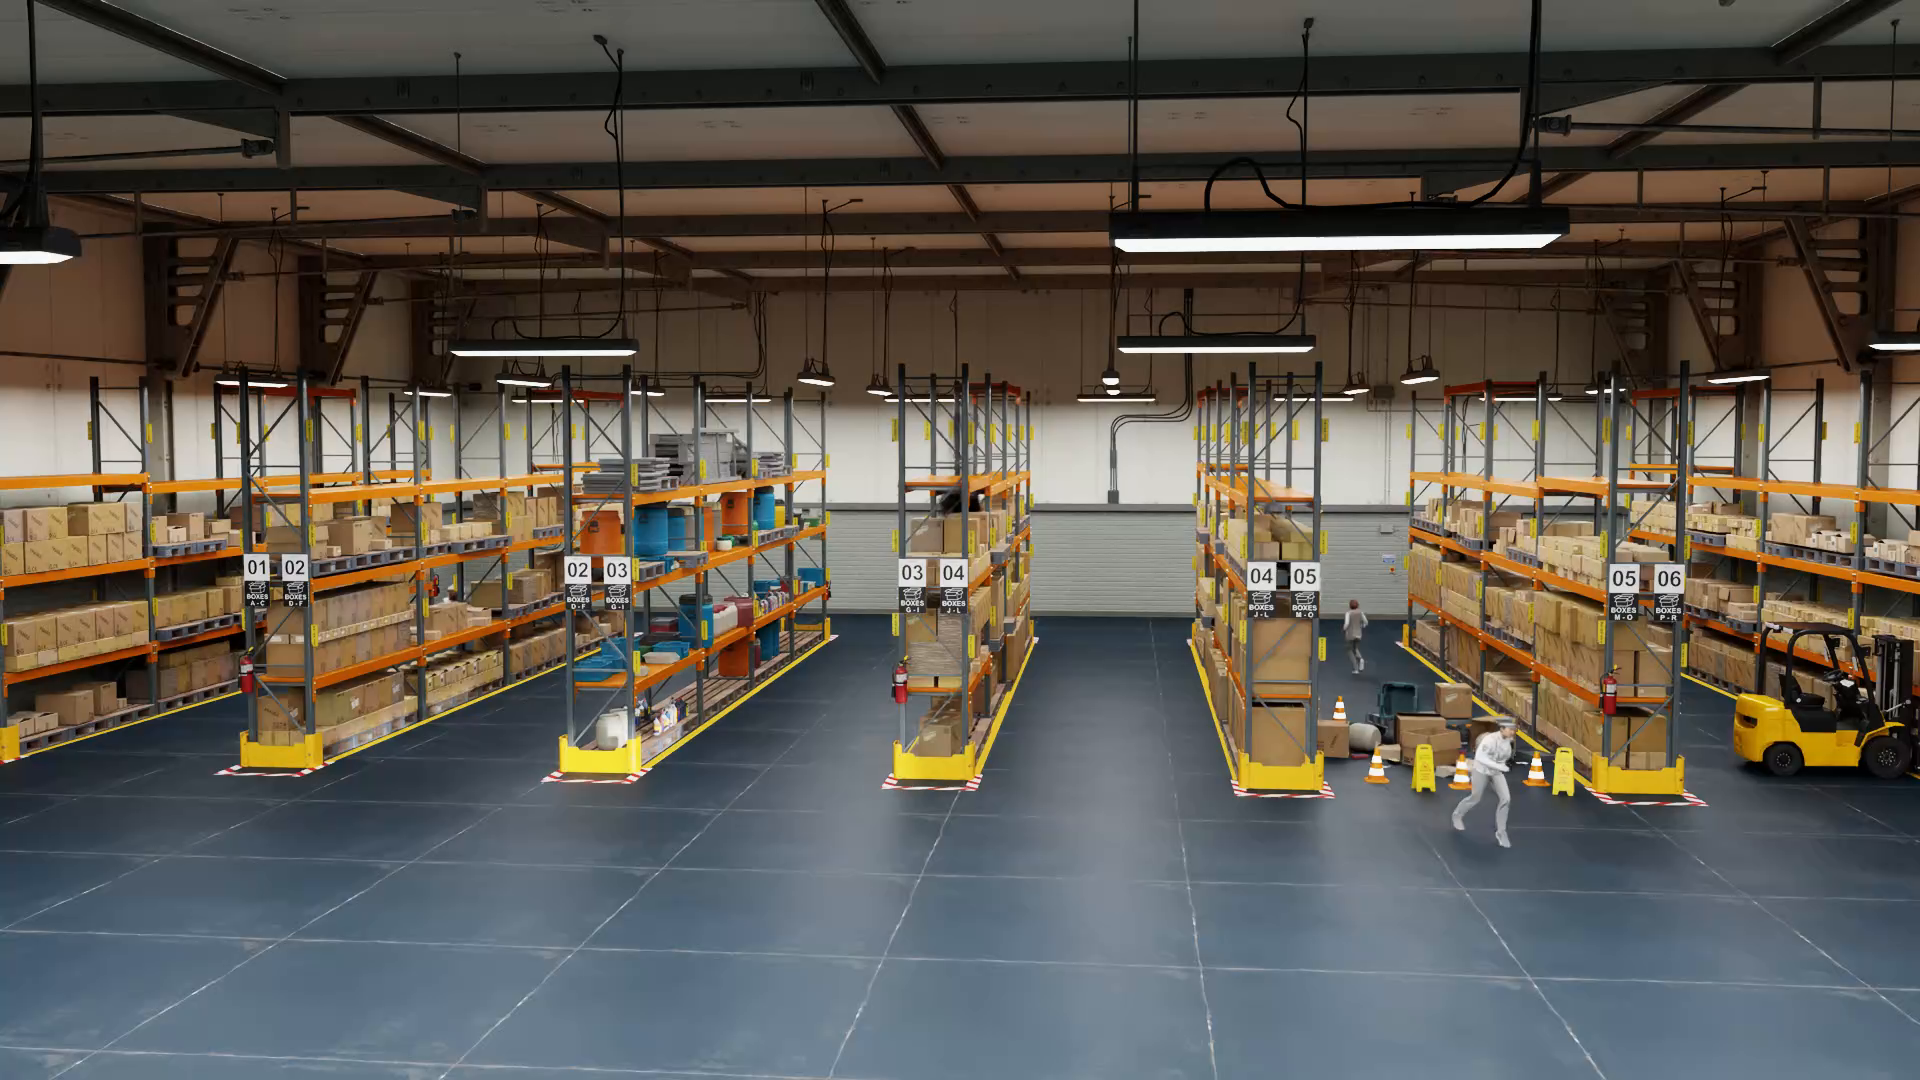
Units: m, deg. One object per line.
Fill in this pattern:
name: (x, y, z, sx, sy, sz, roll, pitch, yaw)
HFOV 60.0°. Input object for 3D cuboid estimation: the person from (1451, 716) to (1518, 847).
person: (6.463, 2.922, 20.491, 0.658, 1.625, 0.965, -2, 4, -31)

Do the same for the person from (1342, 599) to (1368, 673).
person: (8.207, 2.001, 34.638, 0.517, 1.554, 0.529, -1, 4, -16)

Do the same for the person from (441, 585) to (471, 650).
person: (-10.715, 1.851, 35.229, 0.678, 1.807, 0.985, 0, 4, 3)
